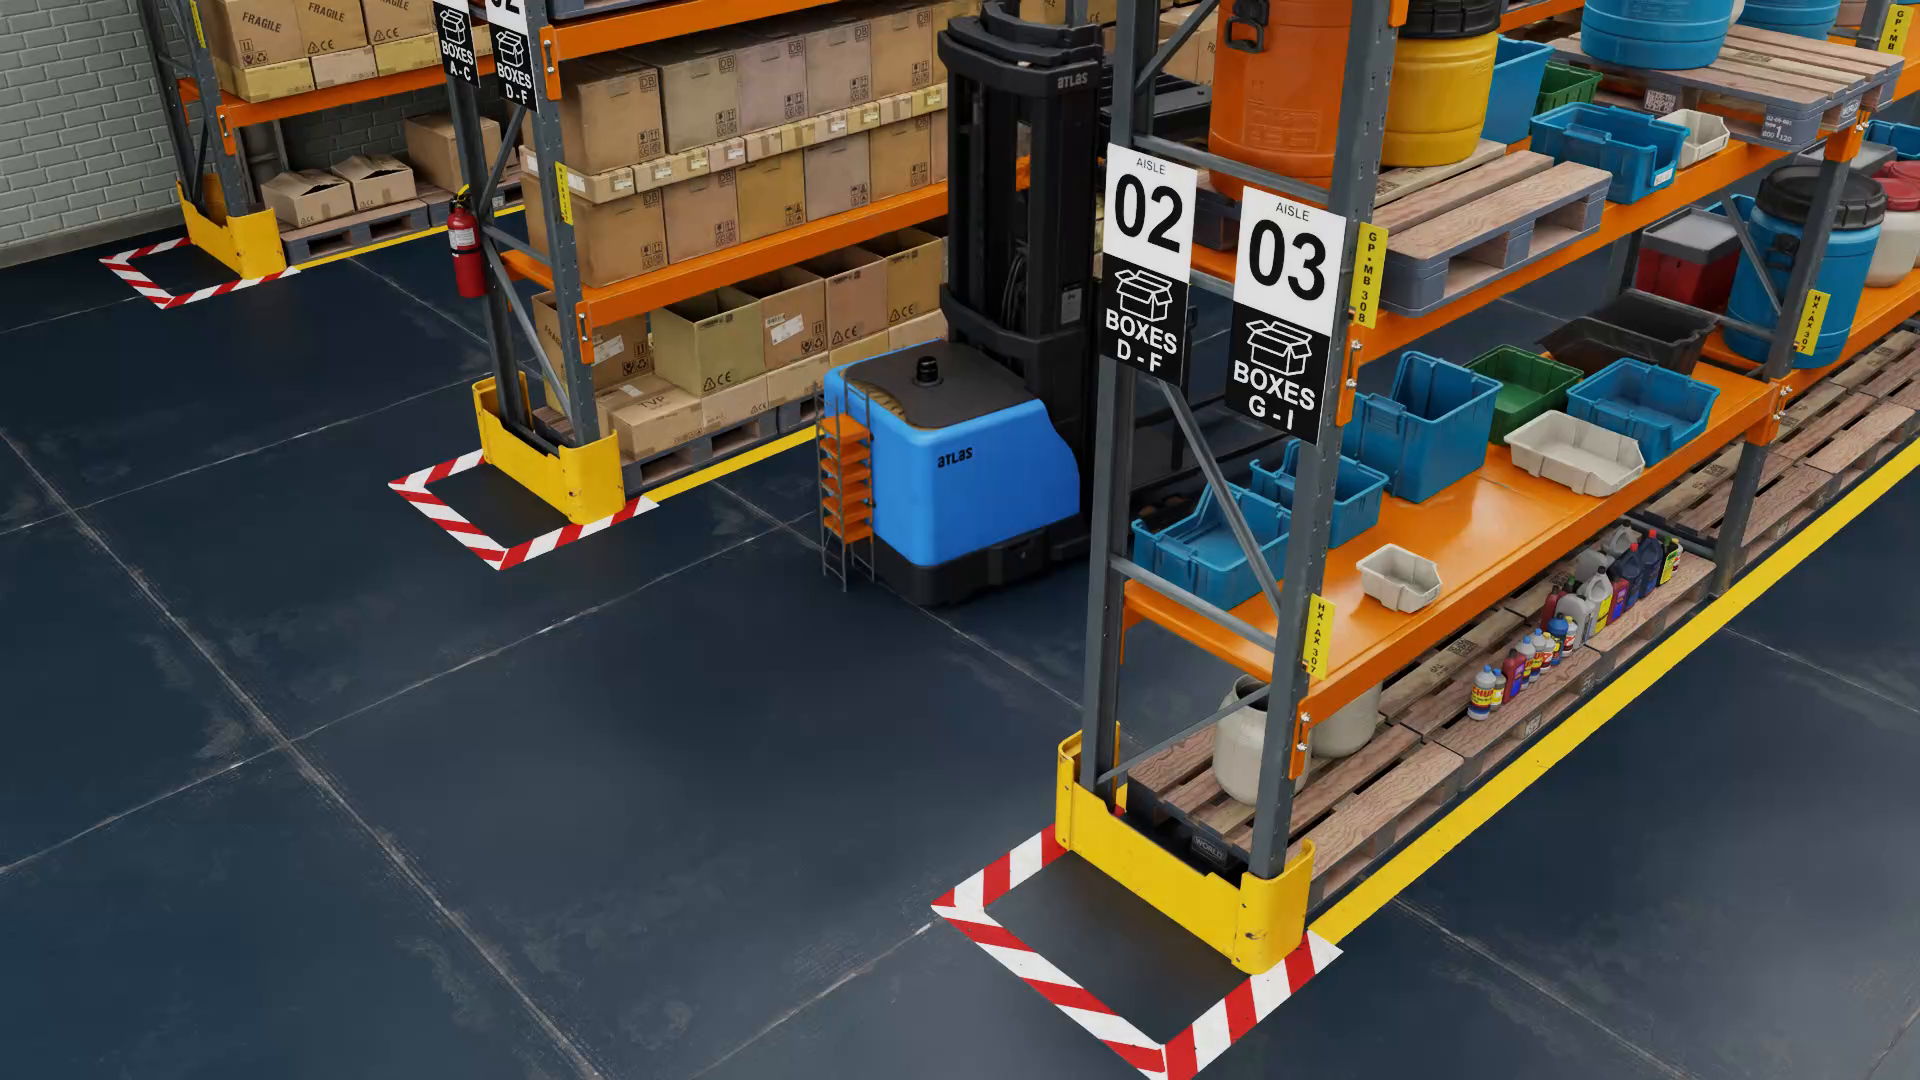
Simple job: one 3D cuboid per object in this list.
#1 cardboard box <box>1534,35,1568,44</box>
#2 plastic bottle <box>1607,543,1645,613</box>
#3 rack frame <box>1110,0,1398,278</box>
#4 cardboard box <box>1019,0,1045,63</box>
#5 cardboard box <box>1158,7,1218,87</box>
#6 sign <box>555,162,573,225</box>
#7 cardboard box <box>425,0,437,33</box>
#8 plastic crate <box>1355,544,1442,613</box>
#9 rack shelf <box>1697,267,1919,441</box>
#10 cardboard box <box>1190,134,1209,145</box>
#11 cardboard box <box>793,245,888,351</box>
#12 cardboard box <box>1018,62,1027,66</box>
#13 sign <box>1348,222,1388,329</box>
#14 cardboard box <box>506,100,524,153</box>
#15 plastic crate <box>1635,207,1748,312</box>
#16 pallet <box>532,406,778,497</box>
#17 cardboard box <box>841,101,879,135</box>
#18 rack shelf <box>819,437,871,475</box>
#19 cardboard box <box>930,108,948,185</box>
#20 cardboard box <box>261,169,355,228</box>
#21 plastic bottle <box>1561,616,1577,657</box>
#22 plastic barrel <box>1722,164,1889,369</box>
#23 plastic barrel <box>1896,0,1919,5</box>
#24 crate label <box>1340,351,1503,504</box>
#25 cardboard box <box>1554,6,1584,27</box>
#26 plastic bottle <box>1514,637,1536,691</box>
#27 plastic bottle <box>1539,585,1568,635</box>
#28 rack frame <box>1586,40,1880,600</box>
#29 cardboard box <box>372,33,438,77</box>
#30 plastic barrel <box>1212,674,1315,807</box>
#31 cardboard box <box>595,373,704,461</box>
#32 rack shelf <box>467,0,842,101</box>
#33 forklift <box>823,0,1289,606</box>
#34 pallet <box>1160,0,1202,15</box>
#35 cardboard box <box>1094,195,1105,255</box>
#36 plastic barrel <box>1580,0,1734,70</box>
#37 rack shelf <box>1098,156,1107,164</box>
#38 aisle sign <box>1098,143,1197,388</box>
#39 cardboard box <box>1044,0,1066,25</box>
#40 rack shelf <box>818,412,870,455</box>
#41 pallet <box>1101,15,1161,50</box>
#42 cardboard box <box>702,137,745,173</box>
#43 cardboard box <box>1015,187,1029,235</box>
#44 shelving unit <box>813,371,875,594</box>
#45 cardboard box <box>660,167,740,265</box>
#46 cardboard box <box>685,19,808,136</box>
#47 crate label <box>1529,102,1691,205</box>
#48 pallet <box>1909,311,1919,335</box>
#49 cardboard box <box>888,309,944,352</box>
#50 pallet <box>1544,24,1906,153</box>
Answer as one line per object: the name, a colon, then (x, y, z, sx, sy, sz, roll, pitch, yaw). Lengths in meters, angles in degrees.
cardboard box: (5.795, -4.566, 16.151, 0.500, 0.500, 0.500, -26, 40, -35)
plastic bottle: (3.412, 0.181, 8.530, 0.144, 0.351, 0.185, 27, 40, 37)
rack frame: (0.896, -2.309, 4.734, 0.127, 3.000, 1.000, -26, 40, -35)
cardboard box: (0.143, -3.501, 11.094, 0.500, 0.500, 0.700, -26, 40, -35)
cardboard box: (1.792, -3.738, 12.725, 0.500, 0.500, 0.500, -26, 40, -35)
sign: (-2.096, -1.834, 8.803, 0.005, 0.325, 0.100, -26, 40, -35)
cardboard box: (-4.163, -4.398, 13.307, 0.500, 0.500, 0.500, -24, 39, -34)
plastic crate: (1.771, 0.169, 6.686, 0.250, 0.136, 0.298, -26, 40, -35)
rack shelf: (5.296, -1.571, 9.967, 4.000, 0.370, 1.077, -26, 40, -35)
cardboard box: (2.058, -3.285, 13.777, 0.500, 0.311, 0.500, -27, 41, -37)
cardboard box: (-0.823, -1.608, 10.852, 0.500, 0.500, 0.500, -26, 40, -35)
cardboard box: (0.228, -3.118, 11.091, 0.250, 0.149, 0.380, -27, 40, -36)
sign: (1.267, -0.821, 5.167, 0.005, 0.325, 0.100, -26, 40, -35)
cardboard box: (-3.641, -3.696, 14.727, 0.500, 0.500, 0.500, 26, 40, 35)
plastic crate: (3.976, -1.484, 9.075, 0.583, 0.464, 0.402, -26, 40, -35)
pallet: (-1.937, -0.743, 10.597, 1.213, 0.211, 1.003, -26, 40, -35)
cardboard box: (-0.715, -2.660, 10.342, 0.250, 0.149, 0.380, -24, 39, -34)
rack shelf: (-0.617, -0.463, 8.816, 0.180, 0.103, 0.258, -20, 37, -29)
cardboard box: (-0.239, -2.757, 11.123, 0.500, 0.500, 0.700, -26, 40, -36)
cardboard box: (-5.272, -2.791, 13.428, 0.500, 0.311, 0.500, 24, 39, 34)
plastic bottle: (2.985, 0.468, 8.204, 0.097, 0.201, 0.097, 0, 31, 0)
plastic barrel: (4.318, -1.403, 8.523, 0.708, 0.901, 0.600, -26, 40, -35)
plastic barrel: (5.014, -3.389, 8.895, 0.708, 0.901, 0.600, -26, 40, -35)
crate label: (2.062, -0.521, 7.527, 0.616, 0.435, 0.502, -26, 40, -35)
cardboard box: (6.555, -5.334, 17.406, 0.500, 0.500, 0.500, -26, 40, -35)
plastic bottle: (2.689, 0.582, 7.951, 0.097, 0.271, 0.097, 0, 31, 0)
plastic bottle: (2.981, 0.340, 8.335, 0.133, 0.283, 0.061, -26, 40, -35)
rack frame: (3.829, -1.168, 8.619, 0.127, 3.000, 1.000, -26, 40, -35)
cardboard box: (-4.518, -3.903, 13.217, 0.500, 0.250, 0.500, -27, 40, -36)
plastic barrel: (1.327, 0.870, 7.268, 0.421, 0.512, 0.421, 0, 31, 0)
cardboard box: (-1.925, -0.757, 10.180, 0.500, 0.250, 0.500, -26, 40, -35)
rack shelf: (-1.003, -3.328, 9.965, 4.000, 0.370, 1.077, -26, 40, -35)
forklift: (0.746, -1.487, 9.207, 3.031, 2.935, 1.130, -20, 37, -29)
pallet: (2.445, -6.303, 19.690, 1.213, 0.211, 1.003, -26, 40, -35)
cardboard box: (0.936, -2.361, 12.266, 0.500, 0.311, 0.500, -26, 40, -35)
plastic barrel: (3.027, -2.529, 7.086, 0.708, 0.901, 0.600, -26, 40, -35)
rack shelf: (1.931, -3.467, 13.068, 4.000, 0.370, 1.077, -26, 40, -35)
aisle sign: (0.641, -0.946, 5.765, 0.004, 0.787, 0.394, -26, 40, -35)
cardboard box: (0.655, -5.849, 17.933, 0.750, 0.750, 0.750, -26, 40, -36)
rack shelf: (-0.617, -0.565, 8.753, 0.180, 0.103, 0.258, -20, 37, -29)
pallet: (1.550, -5.868, 18.979, 1.213, 0.211, 1.003, -26, 40, -35)
cardboard box: (-1.473, -2.293, 9.741, 0.250, 0.149, 0.380, -27, 40, -36)
cardboard box: (0.566, -2.563, 12.596, 0.500, 0.311, 0.500, -26, 40, -35)
shelving unit: (-0.617, -0.296, 8.918, 0.189, 1.200, 0.258, -20, 37, -29)
cardboard box: (-1.736, -2.037, 9.944, 0.500, 0.500, 0.700, -25, 39, -34)
cardboard box: (-1.328, -2.789, 9.930, 0.500, 0.500, 0.700, -26, 40, -35)
crate label: (2.493, -1.503, 6.434, 0.408, 0.251, 0.502, -26, 40, -35)
pallet: (7.312, -1.693, 12.150, 1.213, 0.211, 1.003, -26, 40, -35)
cardboard box: (-0.457, -1.466, 11.339, 0.500, 0.250, 0.500, -26, 40, -35)
pallet: (3.366, -2.074, 7.406, 1.003, 0.211, 1.213, -26, 40, -35)
